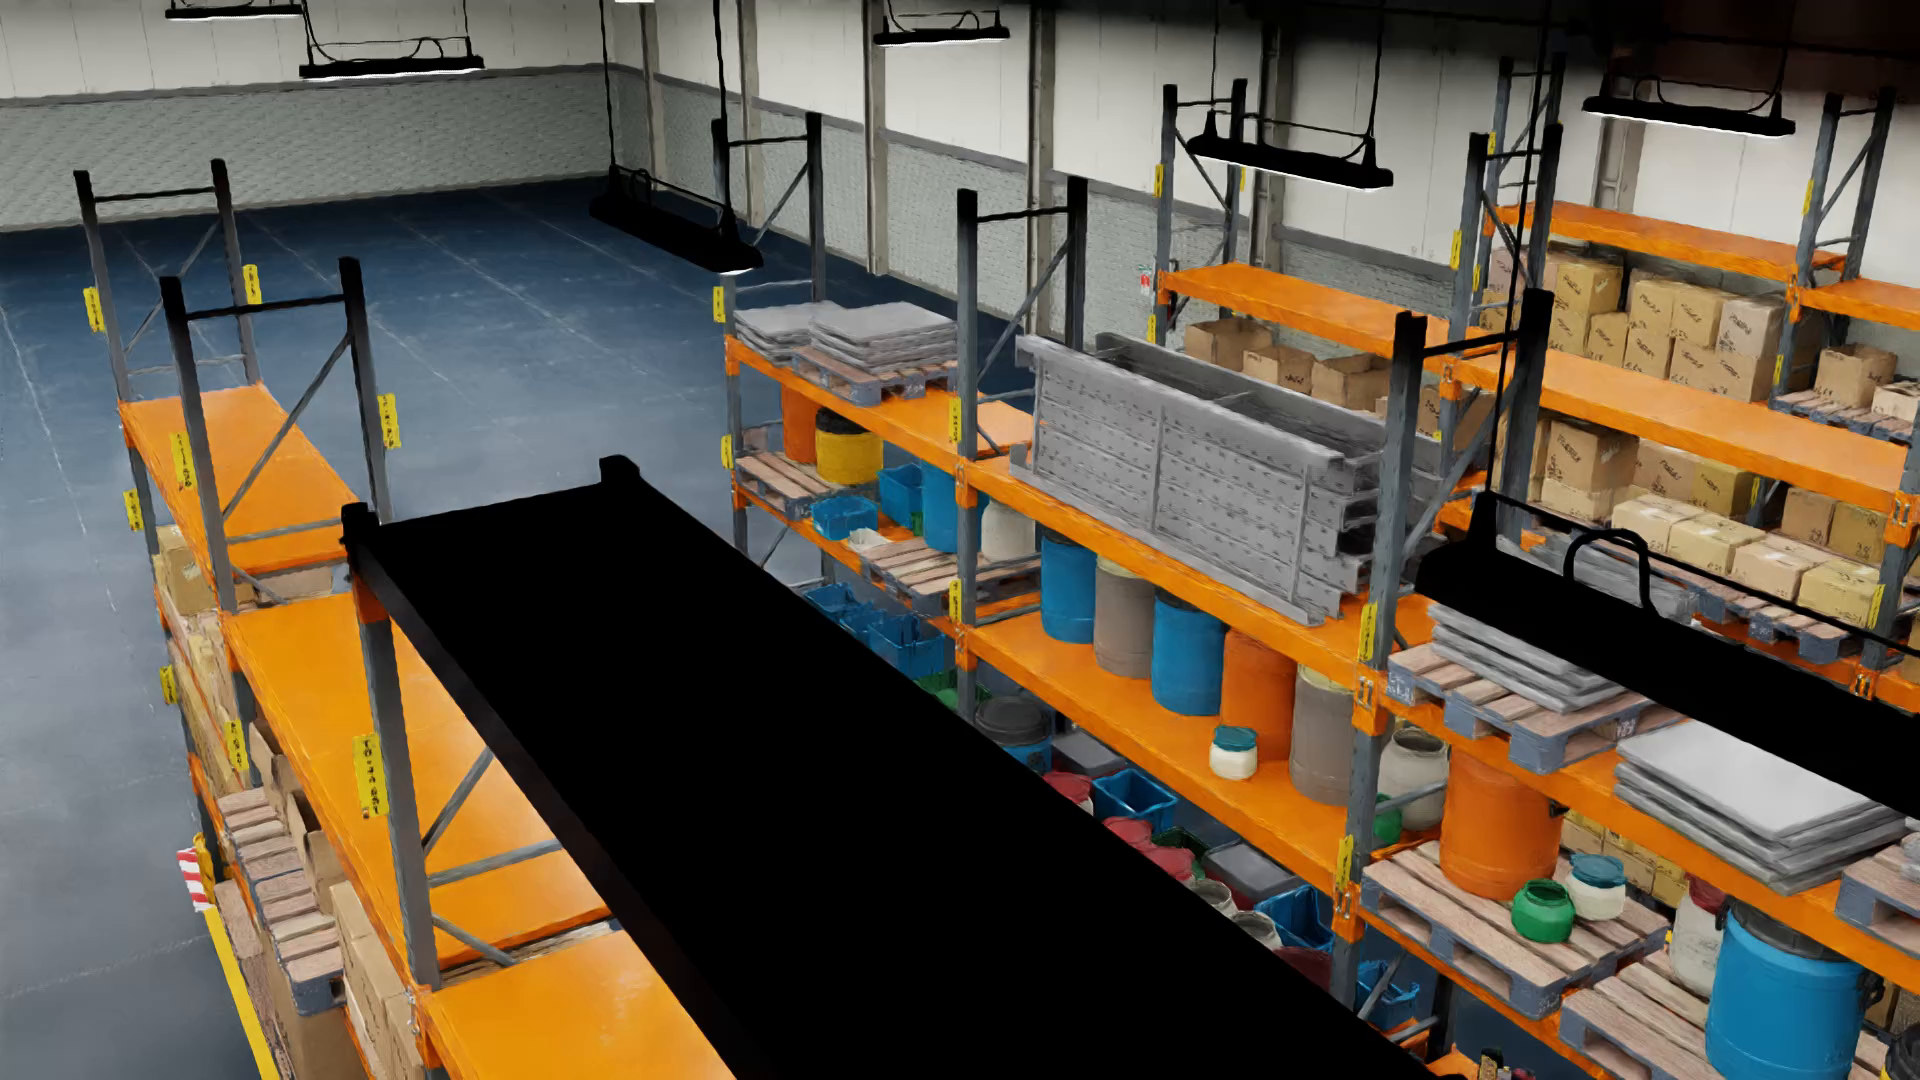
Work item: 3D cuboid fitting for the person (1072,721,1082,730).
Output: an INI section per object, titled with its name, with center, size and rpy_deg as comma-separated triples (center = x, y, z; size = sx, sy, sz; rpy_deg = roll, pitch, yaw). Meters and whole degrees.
[person]
center = 1.231, 1.660, 14.804
size = 0.600, 1.787, 0.442
rpy_deg = 10, 24, 24
